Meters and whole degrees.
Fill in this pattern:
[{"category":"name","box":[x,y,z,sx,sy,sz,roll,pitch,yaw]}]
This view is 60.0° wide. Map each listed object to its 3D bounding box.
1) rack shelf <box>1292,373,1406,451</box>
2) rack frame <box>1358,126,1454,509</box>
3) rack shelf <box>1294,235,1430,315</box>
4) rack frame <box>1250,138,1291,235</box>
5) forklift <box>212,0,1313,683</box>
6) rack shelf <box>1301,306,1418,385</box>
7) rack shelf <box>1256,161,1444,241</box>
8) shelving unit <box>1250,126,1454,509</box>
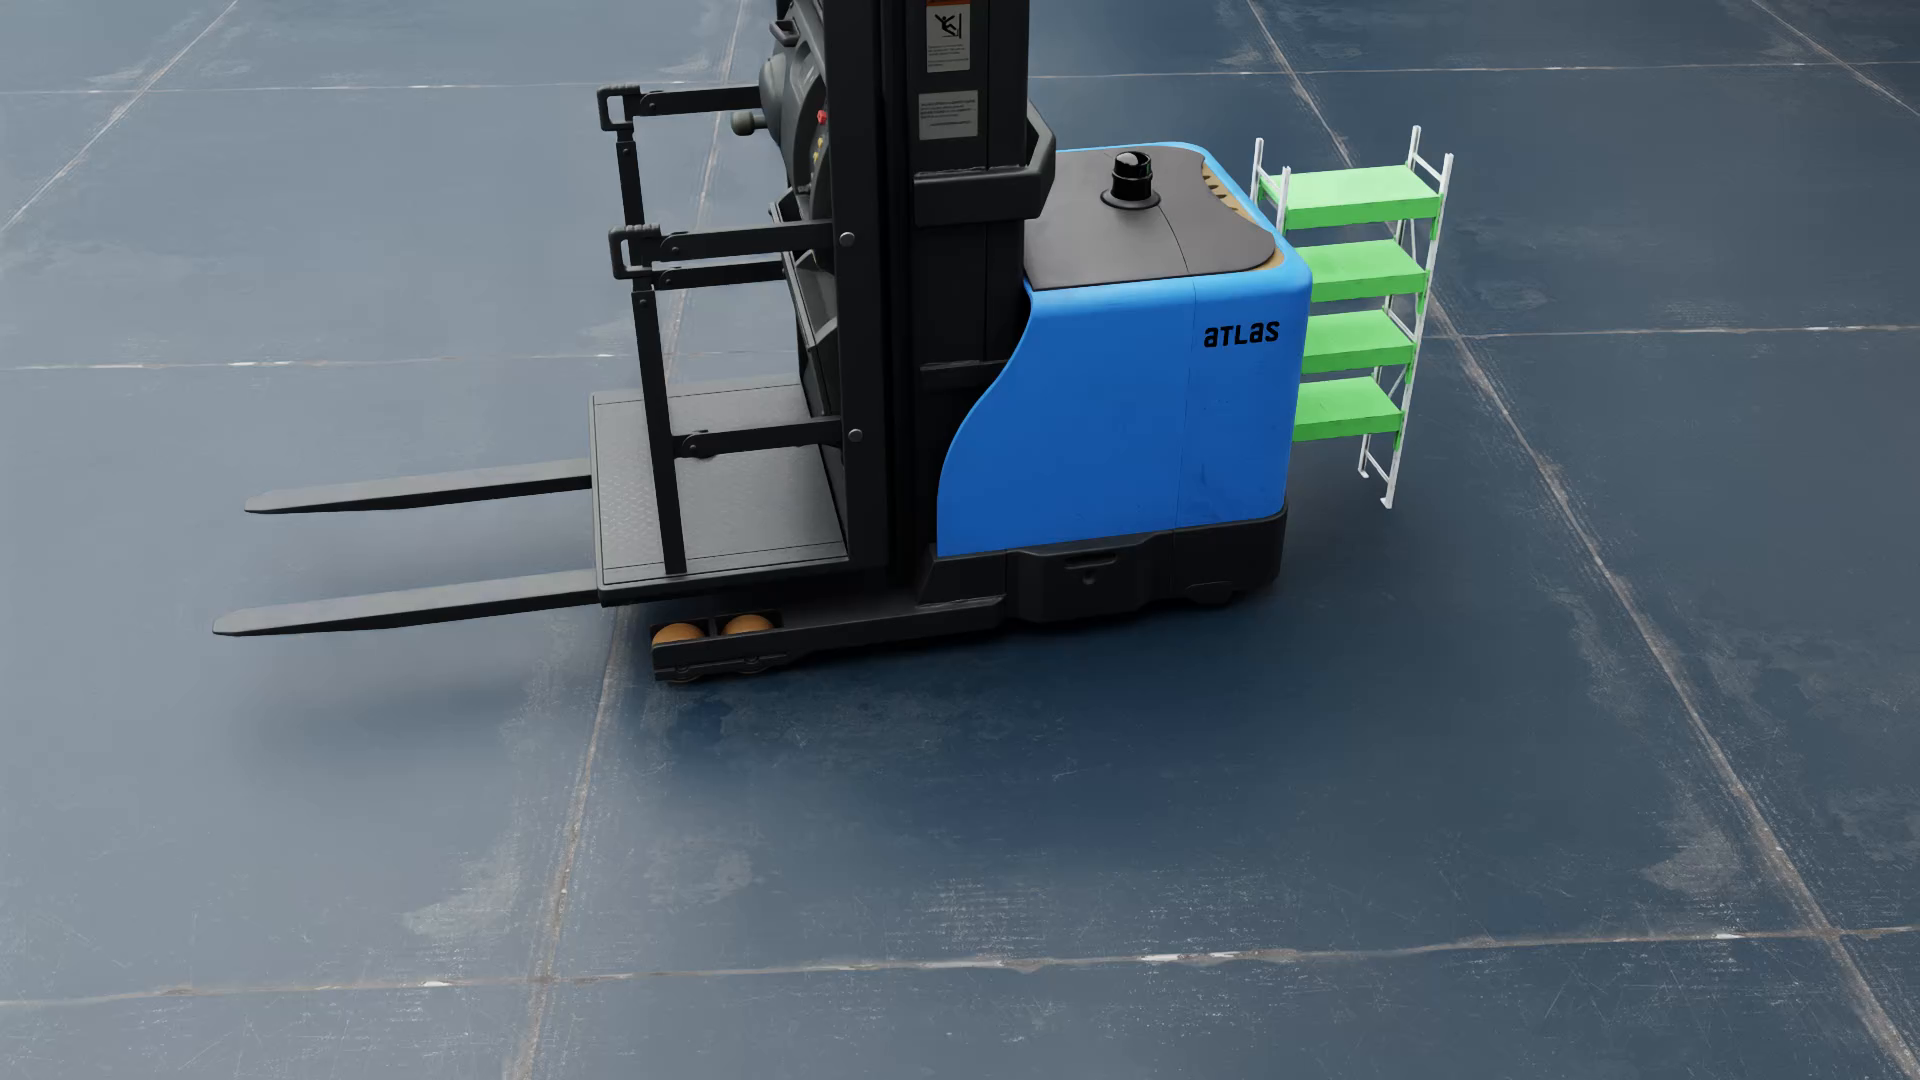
[{"category":"rack shelf","box":[1.130,-0.384,5.285,0.480,0.148,0.258,-7,35,-10]},{"category":"rack frame","box":[1.369,-0.662,5.152,0.015,1.200,0.240,-7,35,-10]},{"category":"rack shelf","box":[1.130,-0.779,5.012,0.480,0.148,0.258,-7,35,-10]},{"category":"rack frame","box":[0.891,-0.606,5.071,0.015,1.200,0.240,-7,35,-10]},{"category":"forklift","box":[-0.610,-1.133,4.312,3.031,2.935,1.130,-7,35,-10]},{"category":"rack shelf","box":[1.130,-0.582,5.148,0.480,0.148,0.258,-7,35,-10]},{"category":"rack shelf","box":[1.130,-0.976,4.875,0.480,0.148,0.258,-7,35,-10]},{"category":"shelving unit","box":[1.130,-0.634,5.112,0.503,1.200,0.258,-7,35,-10]}]
